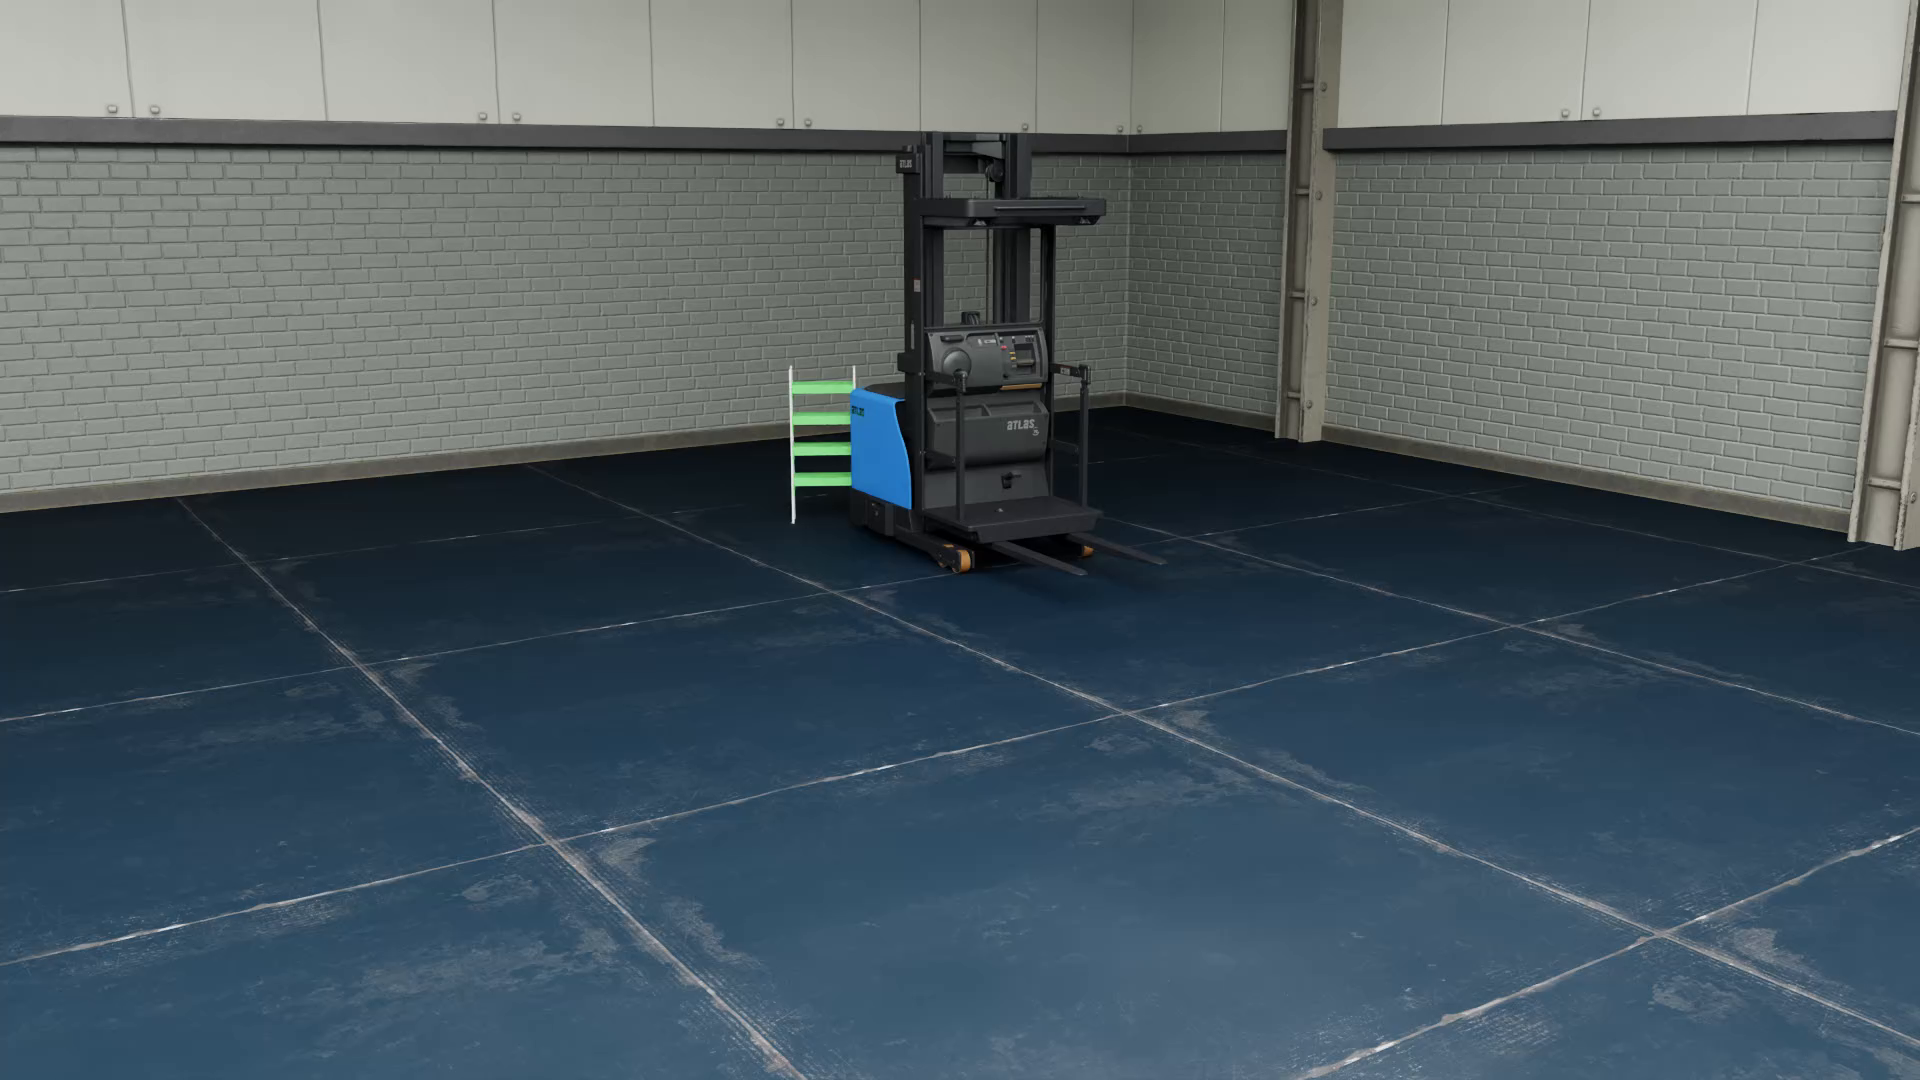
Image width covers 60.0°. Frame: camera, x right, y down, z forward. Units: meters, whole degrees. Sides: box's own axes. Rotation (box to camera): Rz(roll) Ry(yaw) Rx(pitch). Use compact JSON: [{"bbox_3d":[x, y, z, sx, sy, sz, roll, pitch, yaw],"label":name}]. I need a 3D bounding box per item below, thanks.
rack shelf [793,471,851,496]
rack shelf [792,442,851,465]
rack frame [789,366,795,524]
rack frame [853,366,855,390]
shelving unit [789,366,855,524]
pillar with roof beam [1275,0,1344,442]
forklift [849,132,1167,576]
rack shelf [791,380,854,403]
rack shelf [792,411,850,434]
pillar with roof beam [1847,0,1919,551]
[{"bbox_3d":[-1.062,-0.446,13.014,0.480,0.148,0.258,-1,12,-4],"label":"rack shelf"},{"bbox_3d":[-1.062,-0.680,12.963,0.480,0.148,0.258,-1,12,-4],"label":"rack shelf"},{"bbox_3d":[-1.305,-0.739,12.933,0.015,1.200,0.240,-1,12,-4],"label":"rack frame"},{"bbox_3d":[-0.818,-0.746,12.965,0.015,1.200,0.240,-1,12,-4],"label":"rack frame"},{"bbox_3d":[-1.062,-0.743,12.949,0.503,1.200,0.258,-1,12,-4],"label":"shelving unit"},{"bbox_3d":[-0.094,-4.930,13.844,9.100,9.000,0.400,-8,15,-33],"label":"pillar with roof beam"},{"bbox_3d":[0.305,-1.314,11.511,1.130,2.935,3.031,-7,14,-28],"label":"forklift"},{"bbox_3d":[-1.062,-1.149,12.860,0.480,0.148,0.258,-1,12,-4],"label":"rack shelf"},{"bbox_3d":[-1.062,-0.915,12.912,0.480,0.148,0.258,-1,12,-4],"label":"rack shelf"},{"bbox_3d":[3.230,-3.863,8.964,9.100,9.000,0.400,-8,15,-33],"label":"pillar with roof beam"}]
